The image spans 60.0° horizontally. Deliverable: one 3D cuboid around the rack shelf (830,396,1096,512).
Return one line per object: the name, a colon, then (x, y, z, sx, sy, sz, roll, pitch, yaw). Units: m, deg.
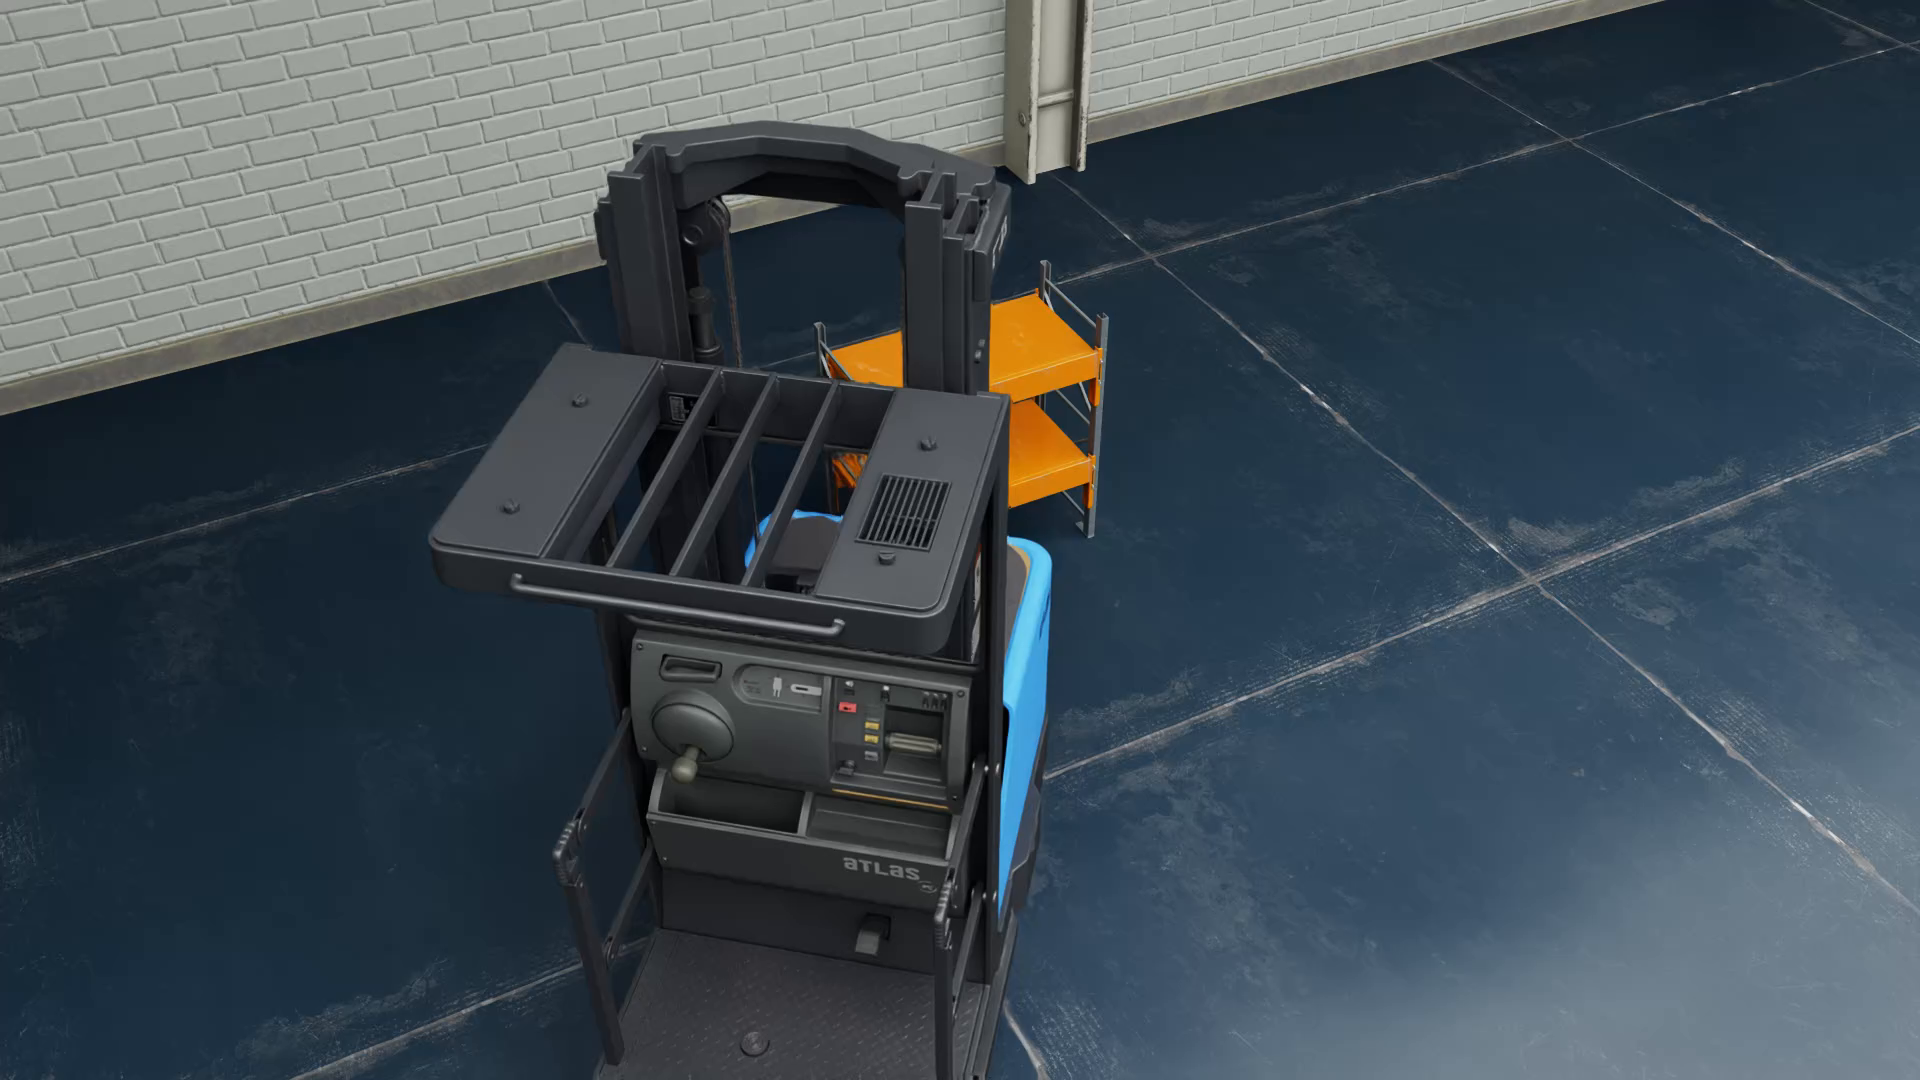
rack shelf: (0.006, -0.245, 7.047, 1.000, 0.278, 0.538, -19, 44, -21)

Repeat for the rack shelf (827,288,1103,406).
rack shelf: (0.006, -0.655, 6.700, 1.000, 0.278, 0.538, -19, 44, -21)

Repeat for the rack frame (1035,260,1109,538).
rack frame: (0.457, -0.583, 7.068, 0.032, 1.125, 0.500, -19, 44, -21)

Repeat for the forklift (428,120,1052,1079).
forklift: (-0.476, 0.575, 4.302, 1.130, 2.935, 3.031, 8, 41, 9)

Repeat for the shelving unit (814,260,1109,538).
shelving unit: (0.006, -0.431, 6.889, 1.048, 1.125, 0.538, -19, 44, -21)

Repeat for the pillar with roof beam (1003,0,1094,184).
pillar with roof beam: (2.487, -3.189, 4.052, 0.400, 9.000, 9.100, -19, 44, -21)

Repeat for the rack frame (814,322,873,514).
rack frame: (-0.445, -0.280, 6.710, 0.032, 1.125, 0.500, -19, 44, -21)
